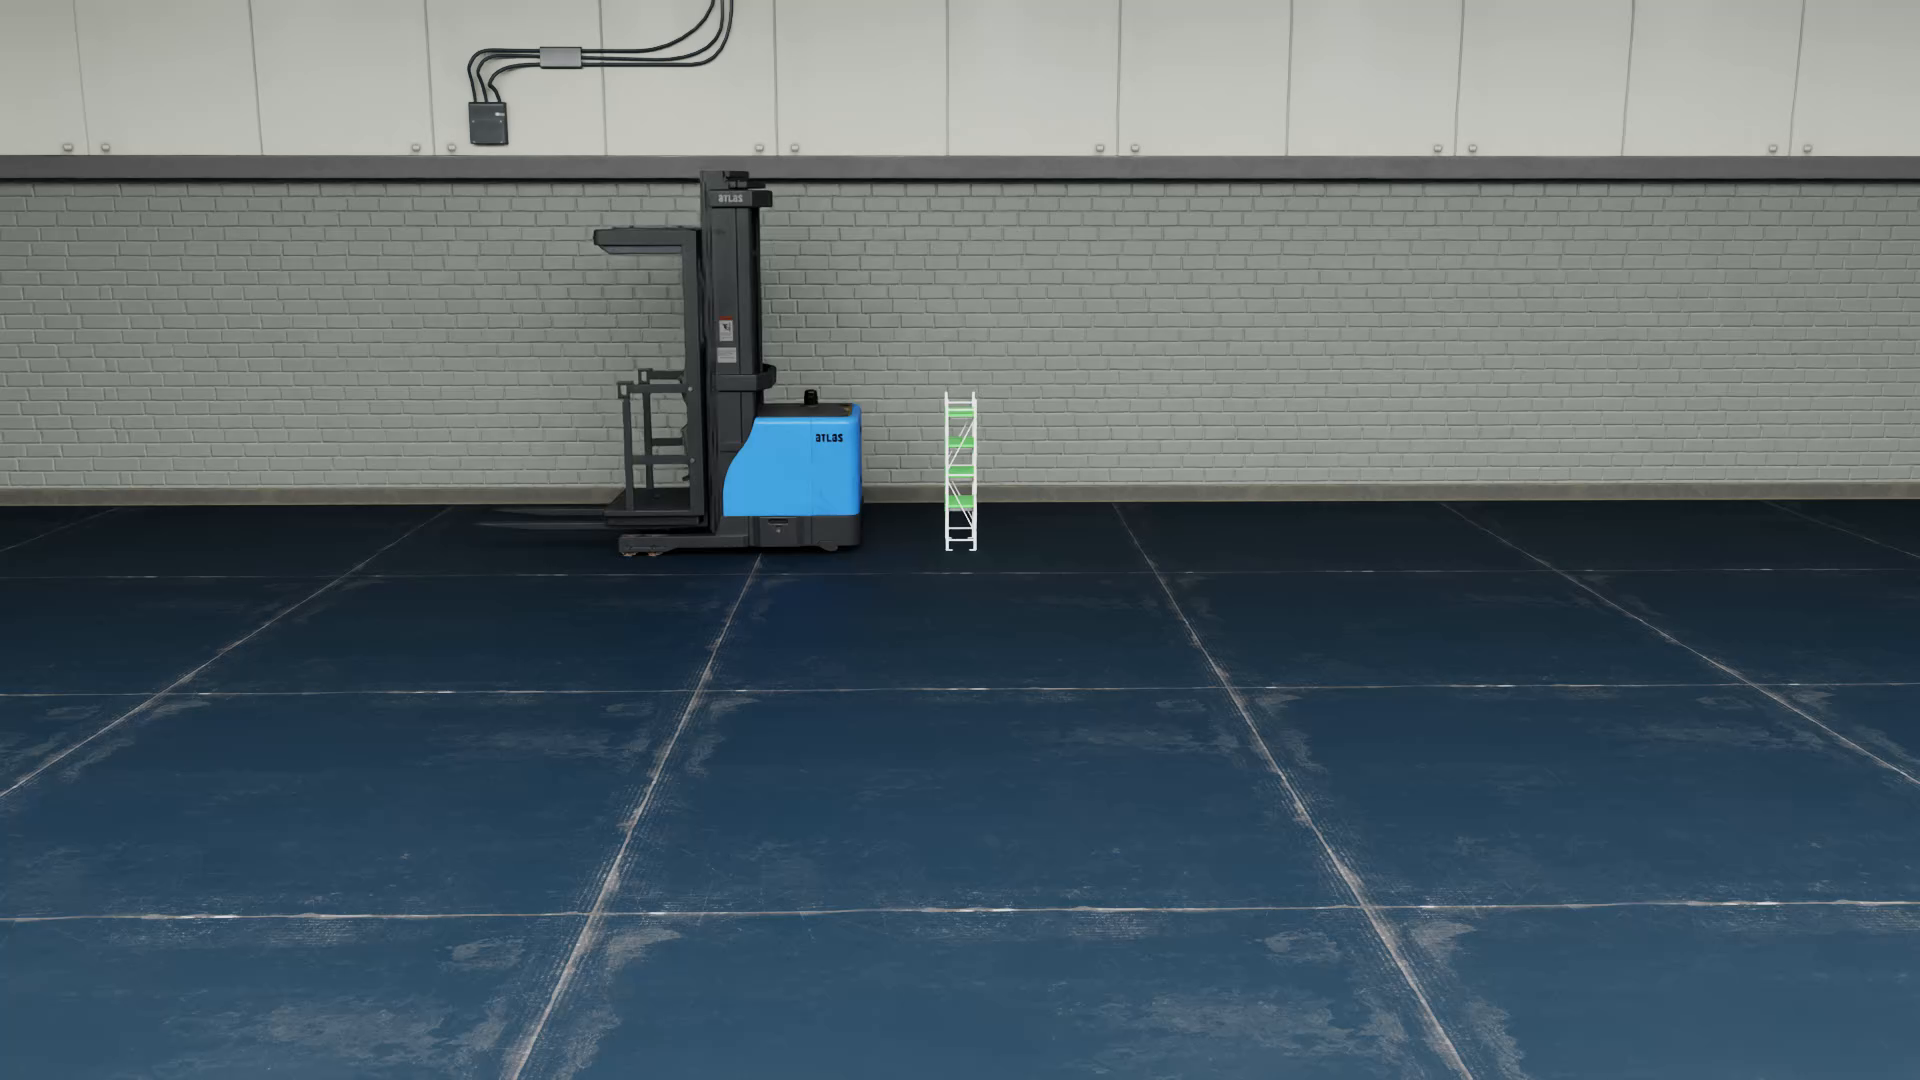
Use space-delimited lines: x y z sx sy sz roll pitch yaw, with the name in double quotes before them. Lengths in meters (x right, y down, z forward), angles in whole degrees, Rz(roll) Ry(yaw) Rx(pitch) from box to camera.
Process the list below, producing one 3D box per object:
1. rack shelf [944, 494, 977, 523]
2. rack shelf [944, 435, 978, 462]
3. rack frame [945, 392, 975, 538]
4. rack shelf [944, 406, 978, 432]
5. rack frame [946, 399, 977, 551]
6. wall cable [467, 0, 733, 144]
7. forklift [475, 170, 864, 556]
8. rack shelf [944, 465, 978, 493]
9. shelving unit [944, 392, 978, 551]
"rack shelf" 0.003 -0.257 13.338 0.258 0.148 0.480 0 11 -1
"rack shelf" 0.003 -0.728 13.243 0.258 0.148 0.480 0 11 -1
"rack frame" -0.002 -0.604 13.517 0.240 1.200 0.015 0 11 -1
"rack shelf" 0.003 -0.963 13.195 0.258 0.148 0.480 0 11 -1
"rack frame" 0.008 -0.507 13.039 0.240 1.200 0.015 0 11 -1
"wall cable" -3.105 -6.400 13.918 2.305 6.003 0.169 0 11 -1
"forklift" -2.304 -1.416 13.167 3.031 2.935 1.130 0 11 -2
"rack shelf" 0.003 -0.492 13.290 0.258 0.148 0.480 0 11 -1
"shelving unit" 0.003 -0.555 13.278 0.258 1.200 0.503 0 11 -1
